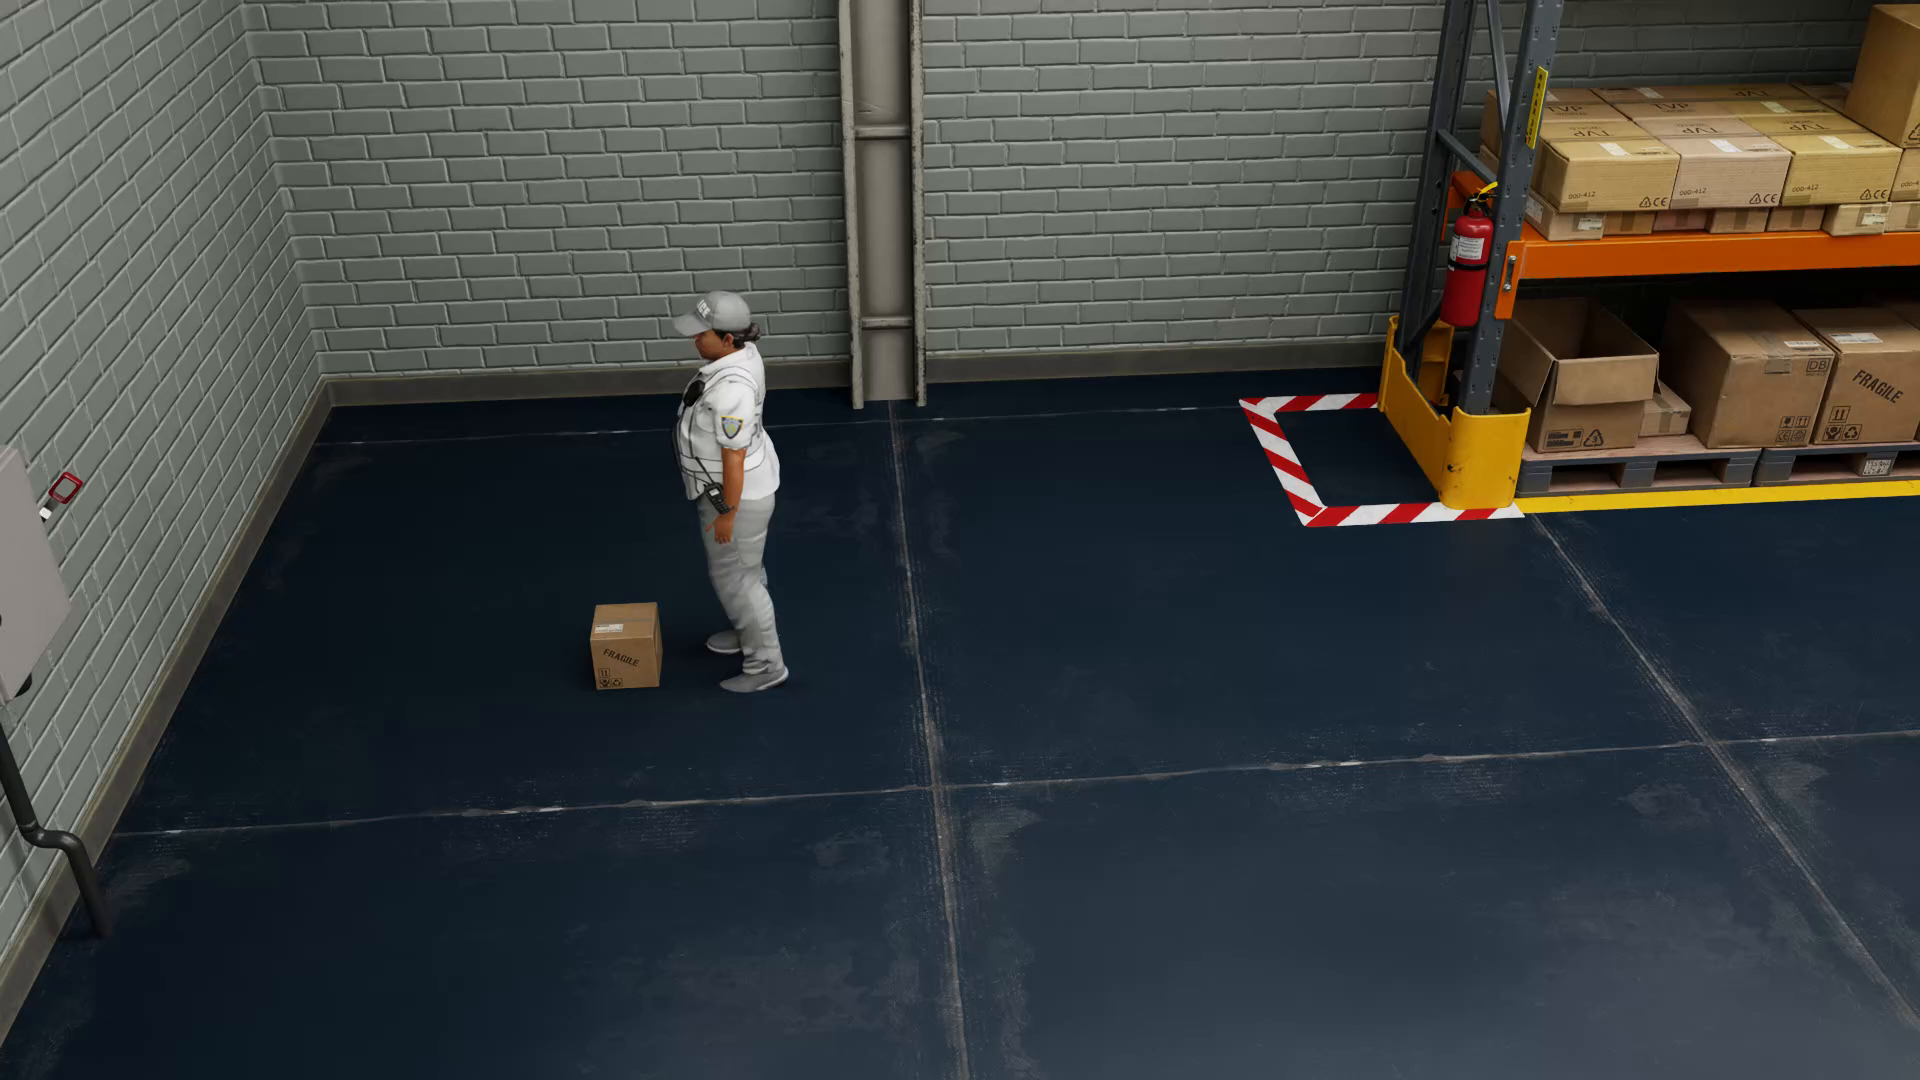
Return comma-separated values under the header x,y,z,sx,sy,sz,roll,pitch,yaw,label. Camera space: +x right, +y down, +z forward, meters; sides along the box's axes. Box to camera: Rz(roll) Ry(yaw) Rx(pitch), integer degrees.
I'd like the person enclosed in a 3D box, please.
x,y,z,sx,sy,sz,roll,pitch,yaw,label
-0.889,-0.170,6.453,0.389,1.696,0.466,-2,31,-3,person
